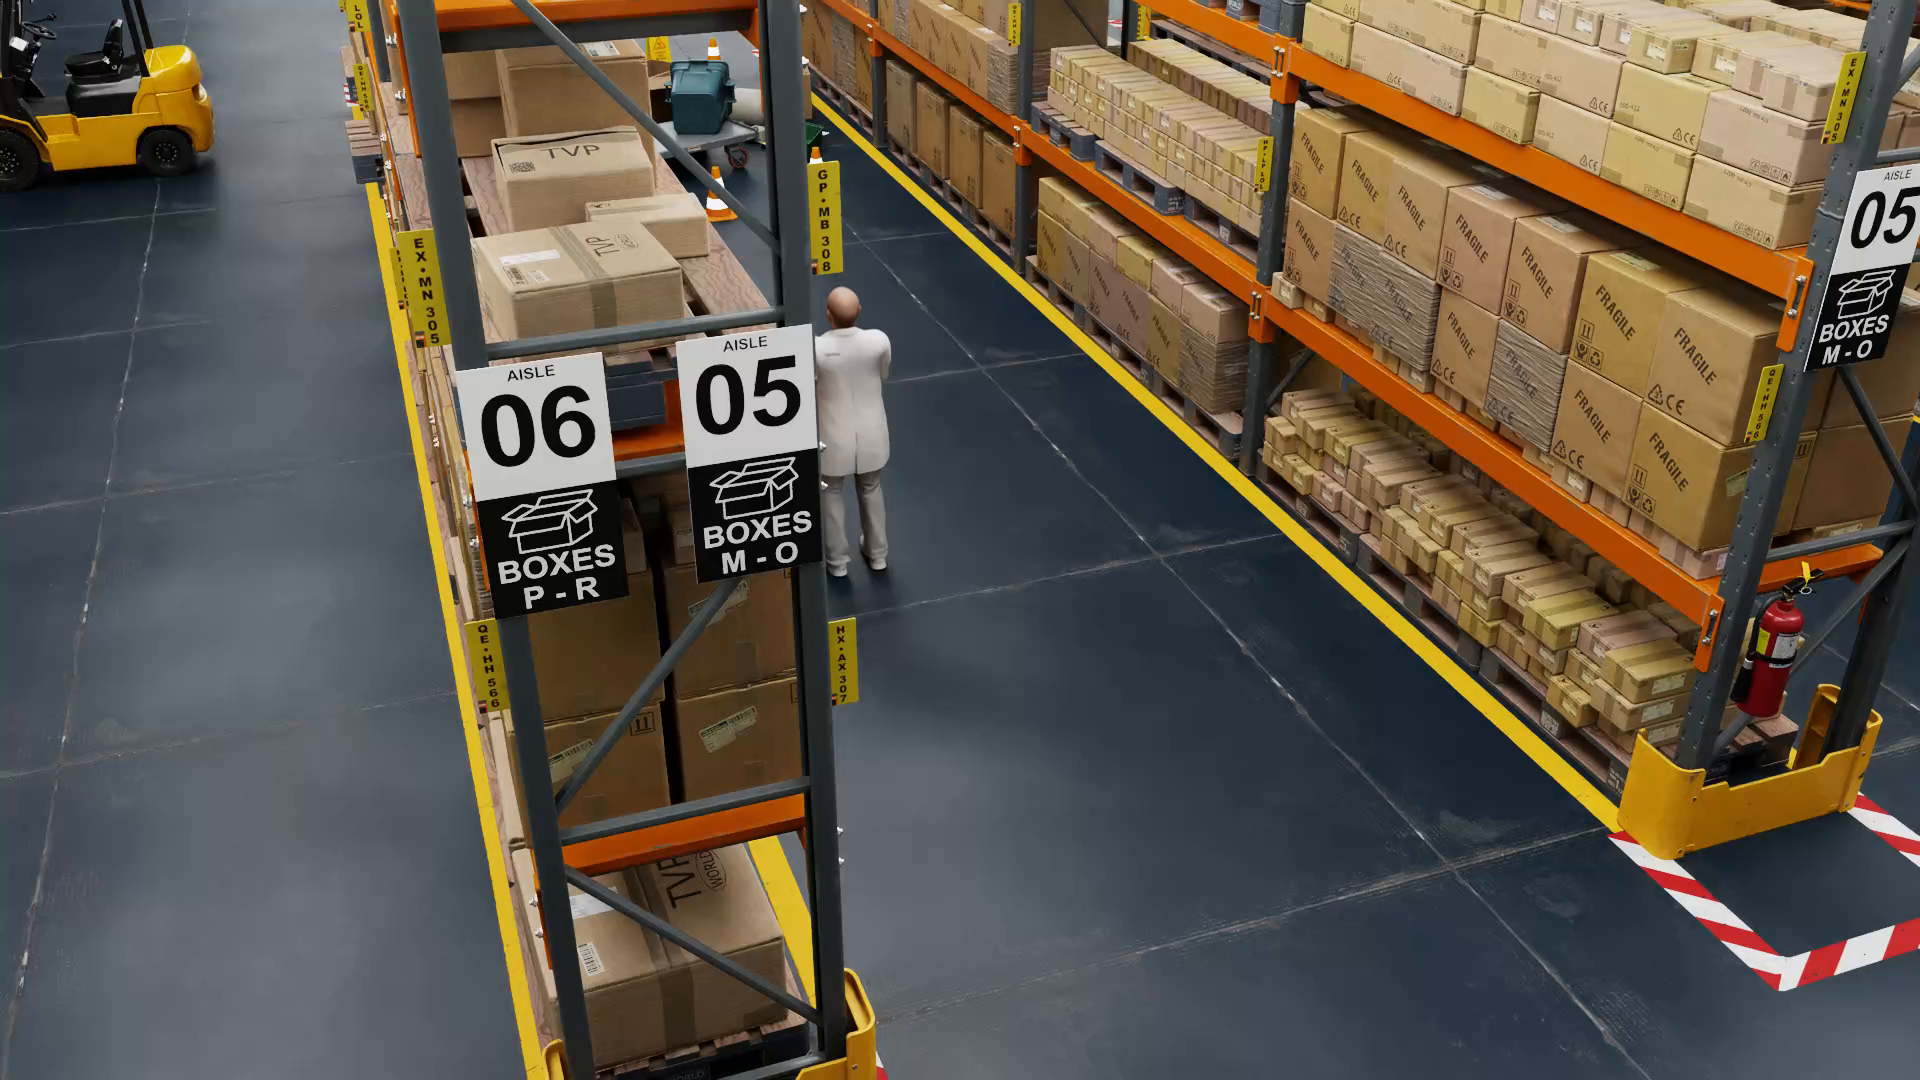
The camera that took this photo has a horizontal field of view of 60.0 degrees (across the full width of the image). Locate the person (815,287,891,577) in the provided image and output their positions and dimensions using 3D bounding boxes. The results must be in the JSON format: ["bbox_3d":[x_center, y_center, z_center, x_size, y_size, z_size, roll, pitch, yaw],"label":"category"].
[{"bbox_3d":[-0.679,-0.674,9.564,0.530,1.769,0.563,-10,31,-17],"label":"person"}]
